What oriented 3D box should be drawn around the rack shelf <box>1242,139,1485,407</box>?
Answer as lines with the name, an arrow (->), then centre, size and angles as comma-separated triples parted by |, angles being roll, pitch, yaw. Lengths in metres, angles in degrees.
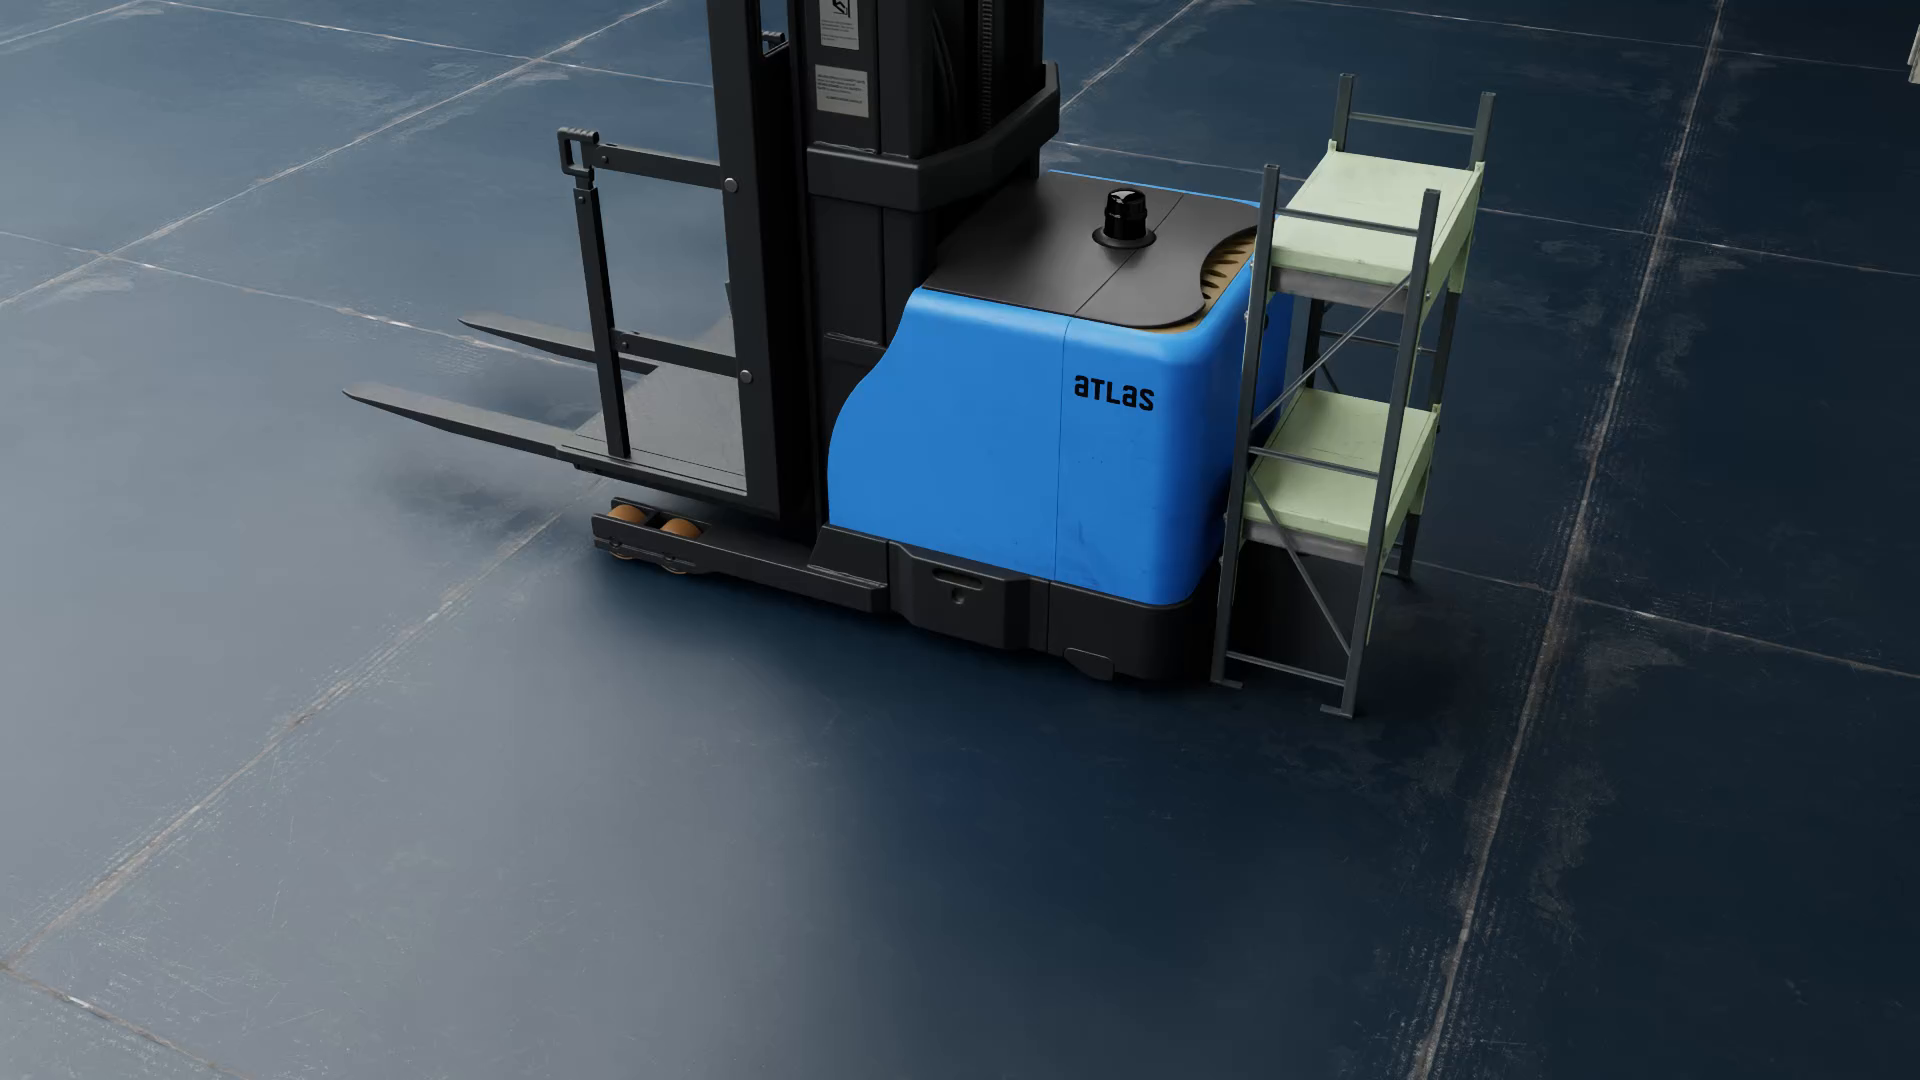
rack shelf -> 1.036, -0.700, 4.239 | 0.431, 0.370, 0.720 | 14, 36, 20

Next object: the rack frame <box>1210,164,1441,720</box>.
rack frame -> 0.885, -0.191, 4.174 | 0.400, 1.500, 0.023 | 14, 36, 20

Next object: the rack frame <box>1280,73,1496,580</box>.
rack frame -> 1.187, -0.557, 4.731 | 0.400, 1.500, 0.023 | 14, 36, 20

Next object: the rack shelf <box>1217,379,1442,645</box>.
rack shelf -> 1.036, -0.101, 4.631 | 0.431, 0.370, 0.720 | 14, 36, 20

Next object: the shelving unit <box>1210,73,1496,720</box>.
shelving unit -> 1.036, -0.374, 4.453 | 0.431, 1.500, 0.755 | 14, 36, 20

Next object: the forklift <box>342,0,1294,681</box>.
forklift -> -0.574, -1.369, 4.664 | 3.031, 2.935, 1.130 | 14, 36, 20
